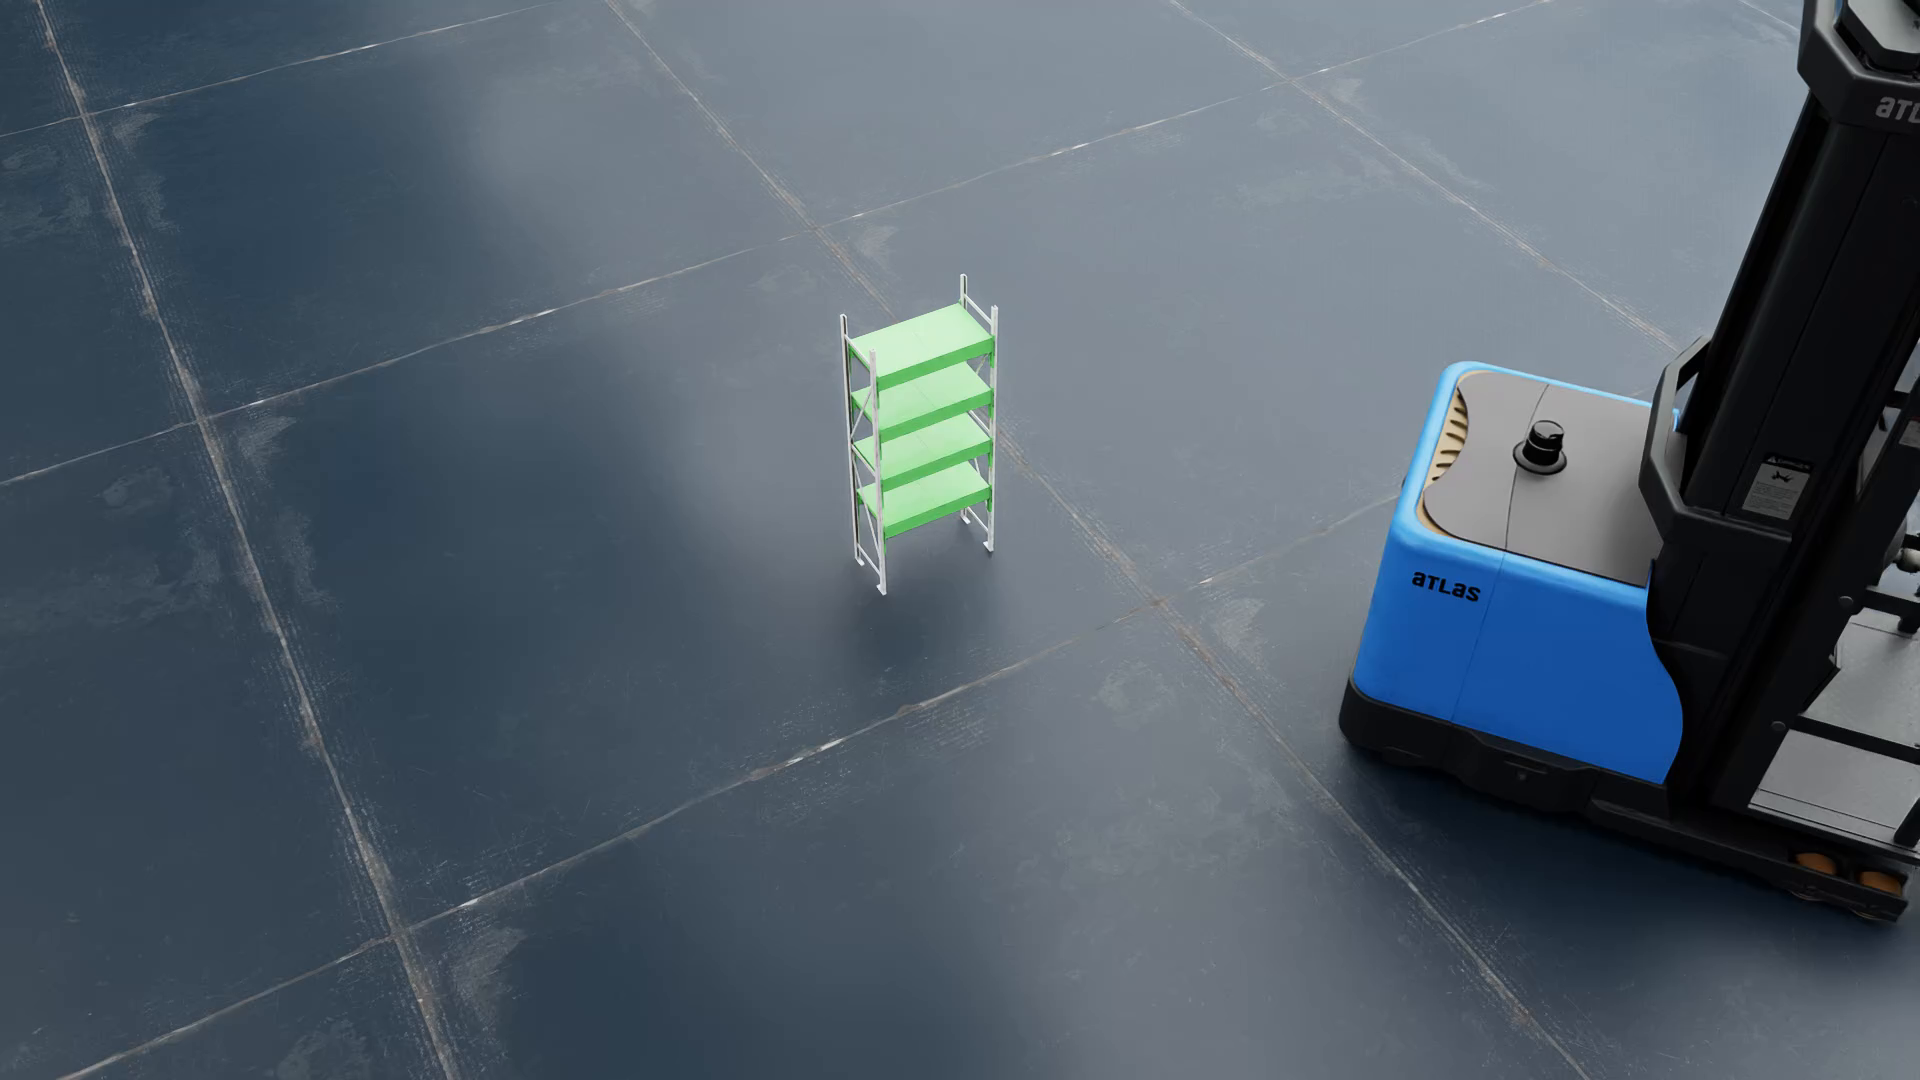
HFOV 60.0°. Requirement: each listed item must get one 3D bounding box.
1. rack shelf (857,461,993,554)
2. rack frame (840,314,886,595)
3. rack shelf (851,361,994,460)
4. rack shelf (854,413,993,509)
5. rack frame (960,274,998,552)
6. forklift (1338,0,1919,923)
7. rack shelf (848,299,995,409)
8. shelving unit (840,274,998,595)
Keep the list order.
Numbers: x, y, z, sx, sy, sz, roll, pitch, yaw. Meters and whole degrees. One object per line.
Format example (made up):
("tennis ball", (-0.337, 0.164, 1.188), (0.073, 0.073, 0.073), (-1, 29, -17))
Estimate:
("rack shelf", (-0.144, -0.155, 6.485), (0.480, 0.148, 0.258), (-22, 48, -21))
("rack frame", (-0.355, -0.288, 6.186), (0.015, 1.200, 0.240), (-22, 48, -21))
("rack shelf", (-0.144, -0.500, 6.150), (0.480, 0.148, 0.258), (-22, 48, -21))
("rack shelf", (-0.144, -0.327, 6.317), (0.480, 0.148, 0.258), (-22, 48, -21))
("rack frame", (0.068, -0.458, 6.360), (0.015, 1.200, 0.240), (-22, 48, -21))
("forklift", (2.926, -0.228, 4.881), (3.031, 2.935, 1.130), (16, 46, 16))
("rack shelf", (-0.144, -0.672, 5.983), (0.480, 0.148, 0.258), (-22, 48, -21))
("shelving unit", (-0.144, -0.373, 6.273), (0.503, 1.200, 0.258), (-22, 48, -21))
